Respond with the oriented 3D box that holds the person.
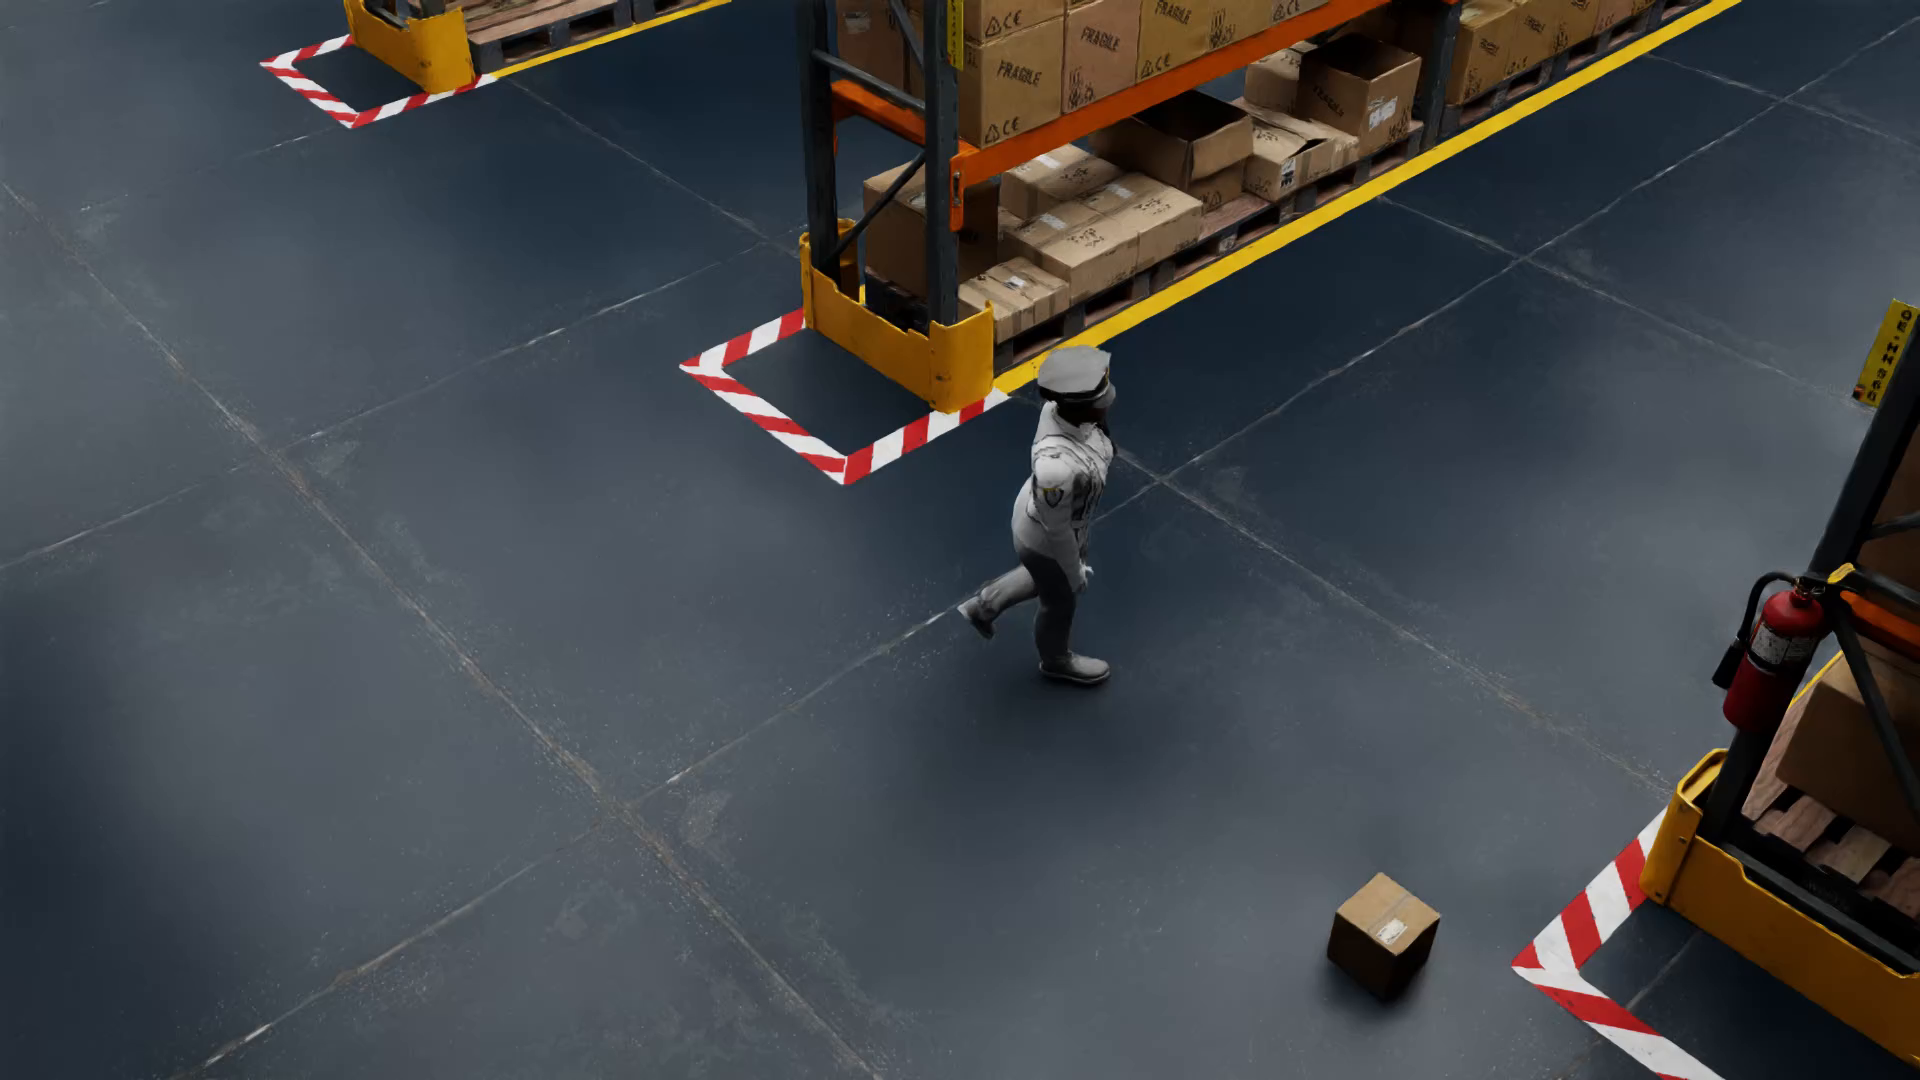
[{"bbox_3d":[0.287,-0.048,6.191,0.616,1.640,0.513,7,41,8],"label":"person"}]
